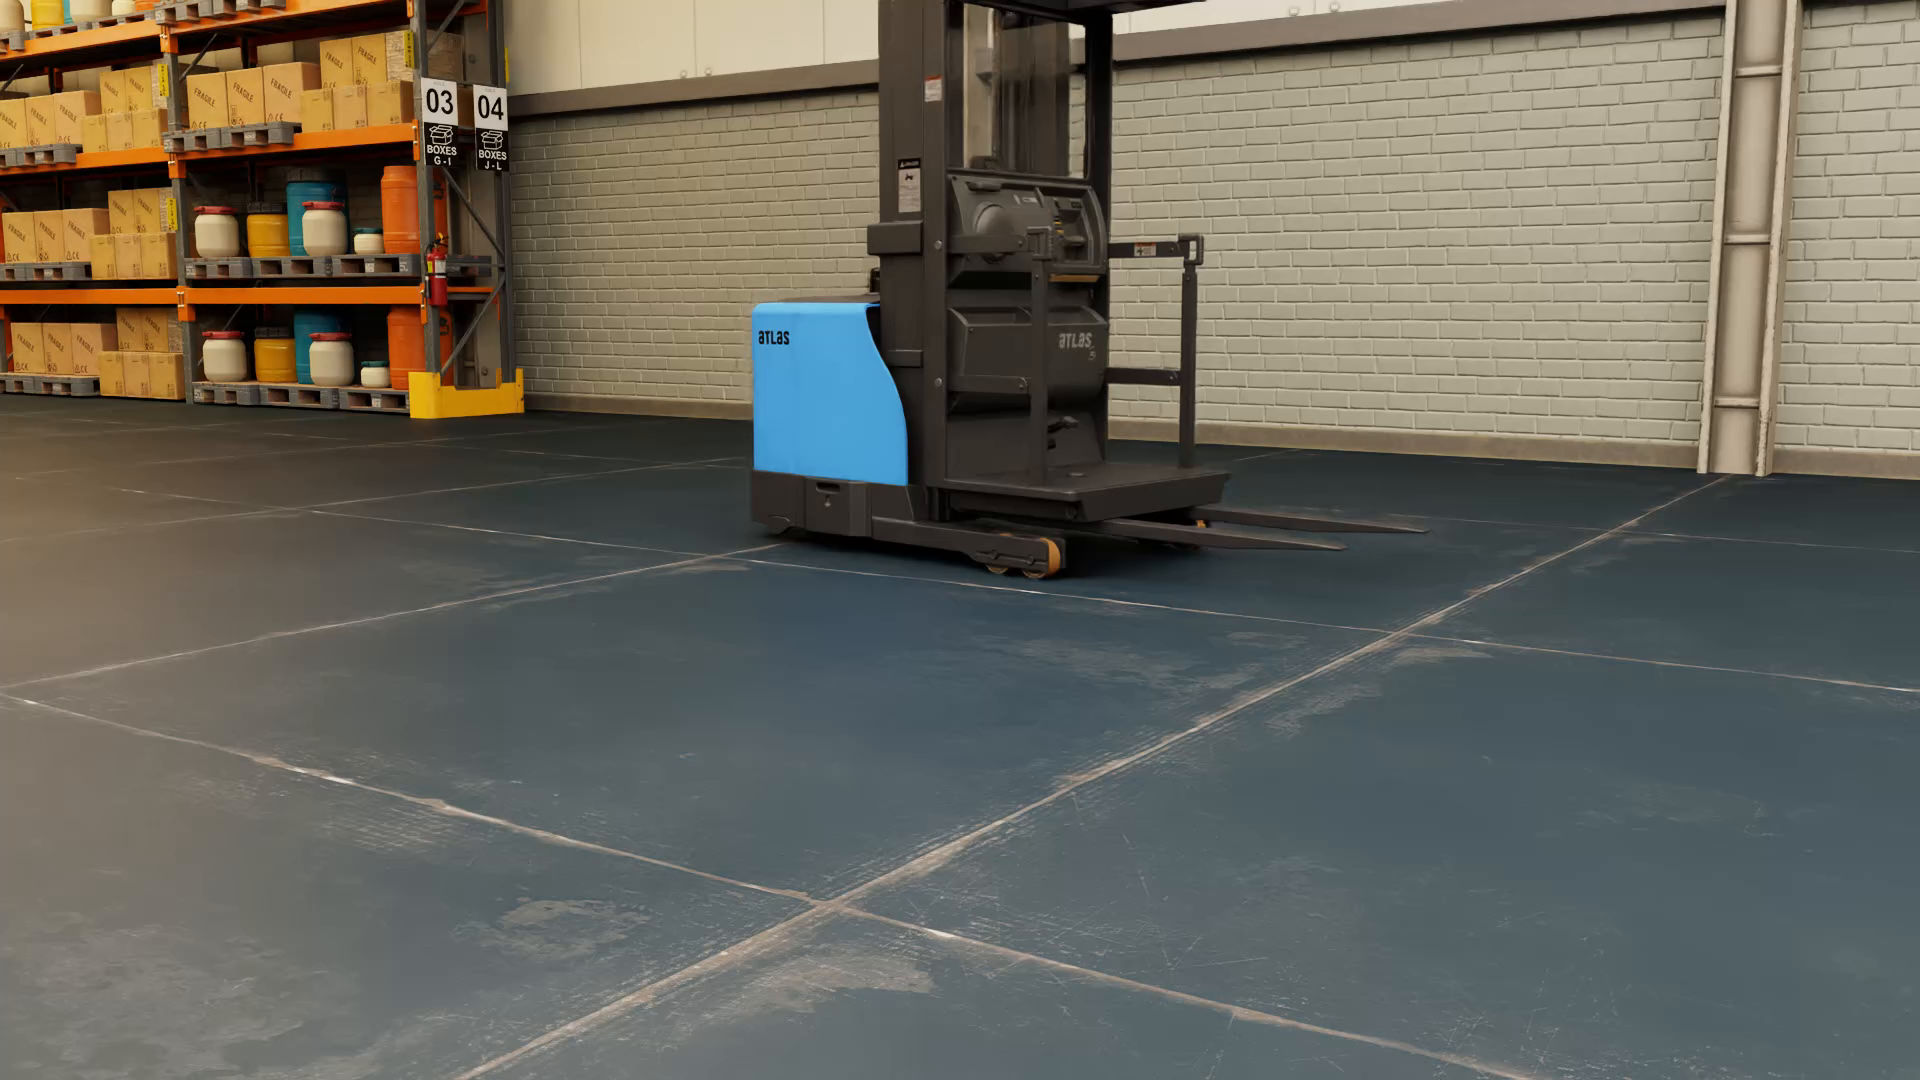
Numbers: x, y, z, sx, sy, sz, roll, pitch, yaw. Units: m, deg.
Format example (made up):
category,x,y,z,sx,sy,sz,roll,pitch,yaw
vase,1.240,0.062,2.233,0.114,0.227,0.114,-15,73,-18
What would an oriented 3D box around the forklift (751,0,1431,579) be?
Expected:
category,x,y,z,sx,sy,sz,roll,pitch,yaw
forklift,0.451,-1.379,6.891,3.031,2.935,1.130,8,11,43
